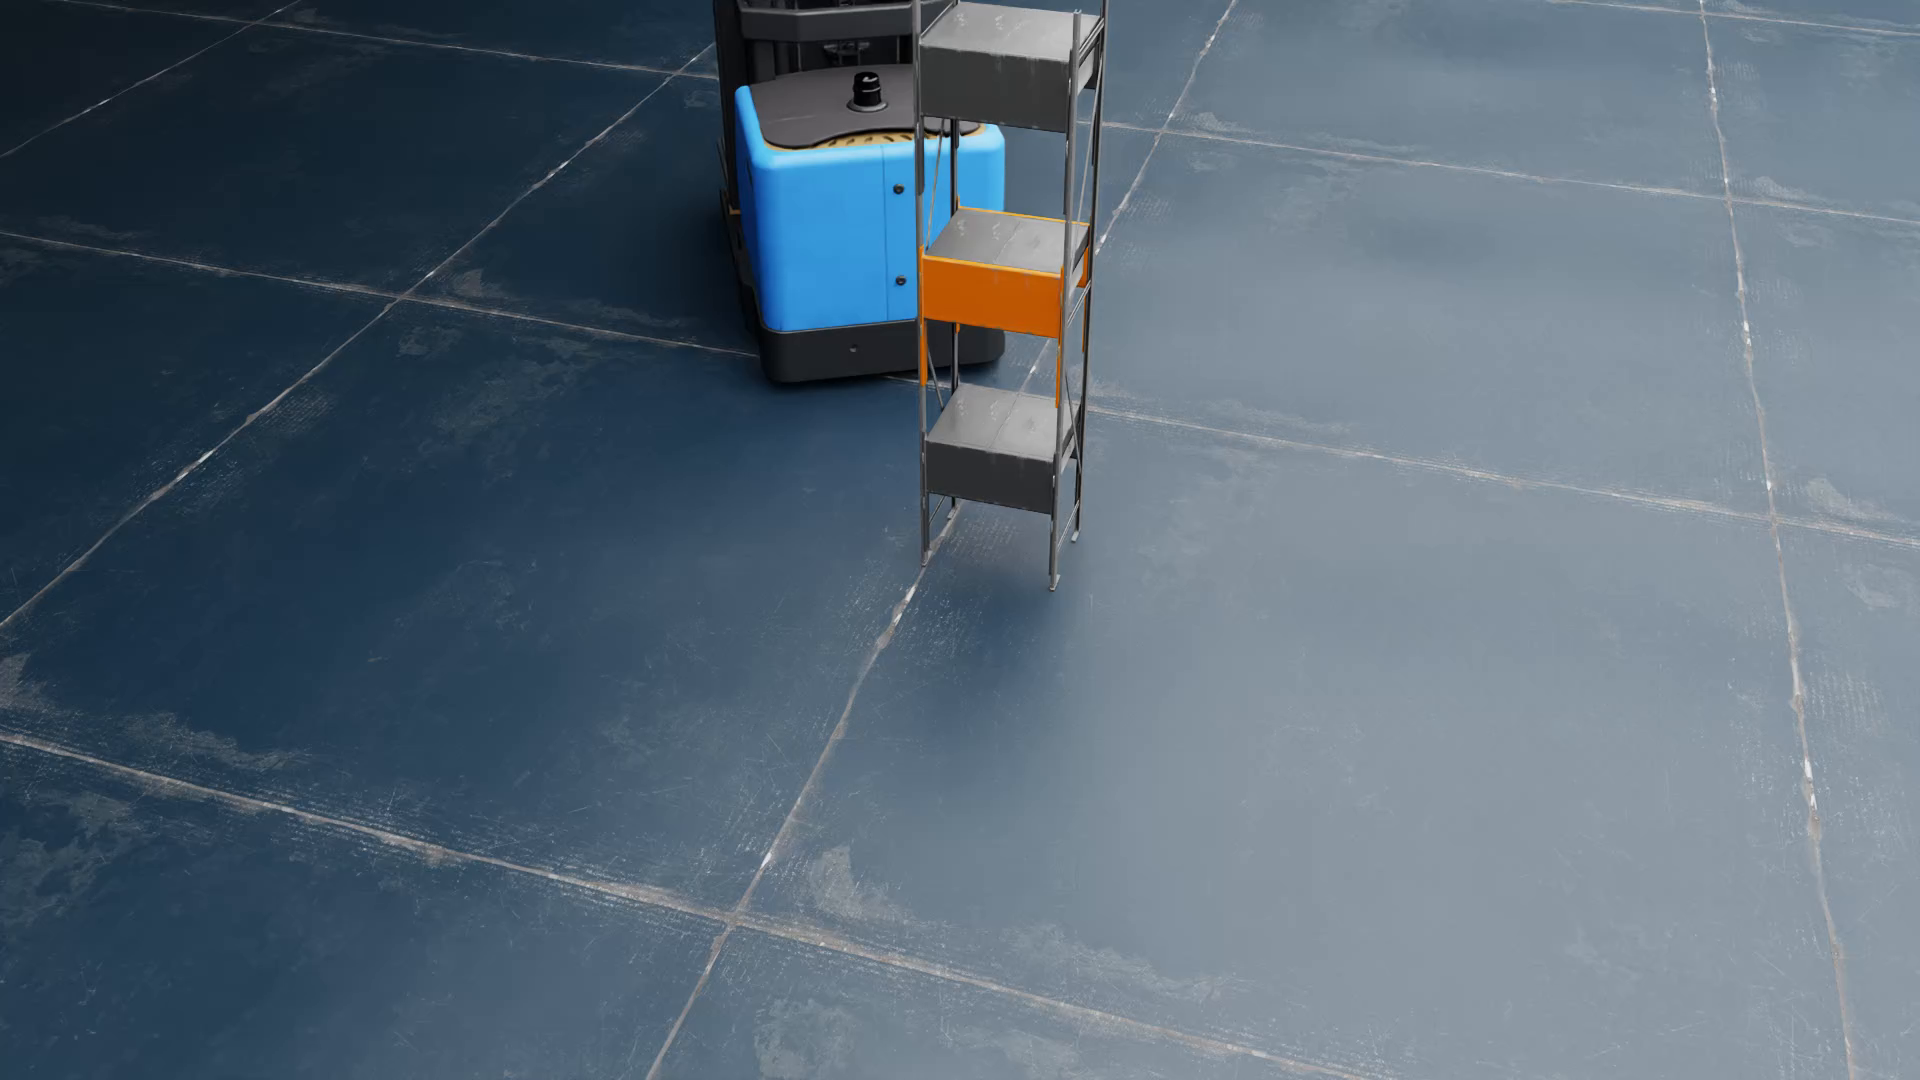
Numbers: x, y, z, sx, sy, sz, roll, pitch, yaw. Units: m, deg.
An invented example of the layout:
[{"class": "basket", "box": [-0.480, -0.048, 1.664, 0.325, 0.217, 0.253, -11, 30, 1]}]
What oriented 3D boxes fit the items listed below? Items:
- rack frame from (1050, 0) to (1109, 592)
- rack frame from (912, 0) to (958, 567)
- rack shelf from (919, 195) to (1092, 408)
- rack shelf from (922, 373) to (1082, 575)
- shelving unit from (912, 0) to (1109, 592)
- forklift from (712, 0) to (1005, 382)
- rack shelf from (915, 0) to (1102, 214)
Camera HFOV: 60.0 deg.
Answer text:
[{"class": "rack frame", "box": [0.391, -0.773, 5.529, 0.015, 2.100, 0.400, 10, 38, 14]}, {"class": "rack frame", "box": [-0.075, -0.860, 5.646, 0.015, 2.100, 0.400, 10, 38, 14]}, {"class": "rack shelf", "box": [0.158, -0.805, 5.596, 0.480, 0.518, 0.431, 10, 38, 14]}, {"class": "rack shelf", "box": [0.158, -0.242, 6.011, 0.480, 0.518, 0.431, 10, 38, 14]}, {"class": "shelving unit", "box": [0.158, -0.816, 5.588, 0.503, 2.100, 0.431, 10, 38, 14]}, {"class": "forklift", "box": [-0.605, -2.718, 7.471, 1.130, 2.935, 3.031, -7, 37, -9]}, {"class": "rack shelf", "box": [0.158, -1.369, 5.181, 0.480, 0.518, 0.431, 10, 38, 14]}]
